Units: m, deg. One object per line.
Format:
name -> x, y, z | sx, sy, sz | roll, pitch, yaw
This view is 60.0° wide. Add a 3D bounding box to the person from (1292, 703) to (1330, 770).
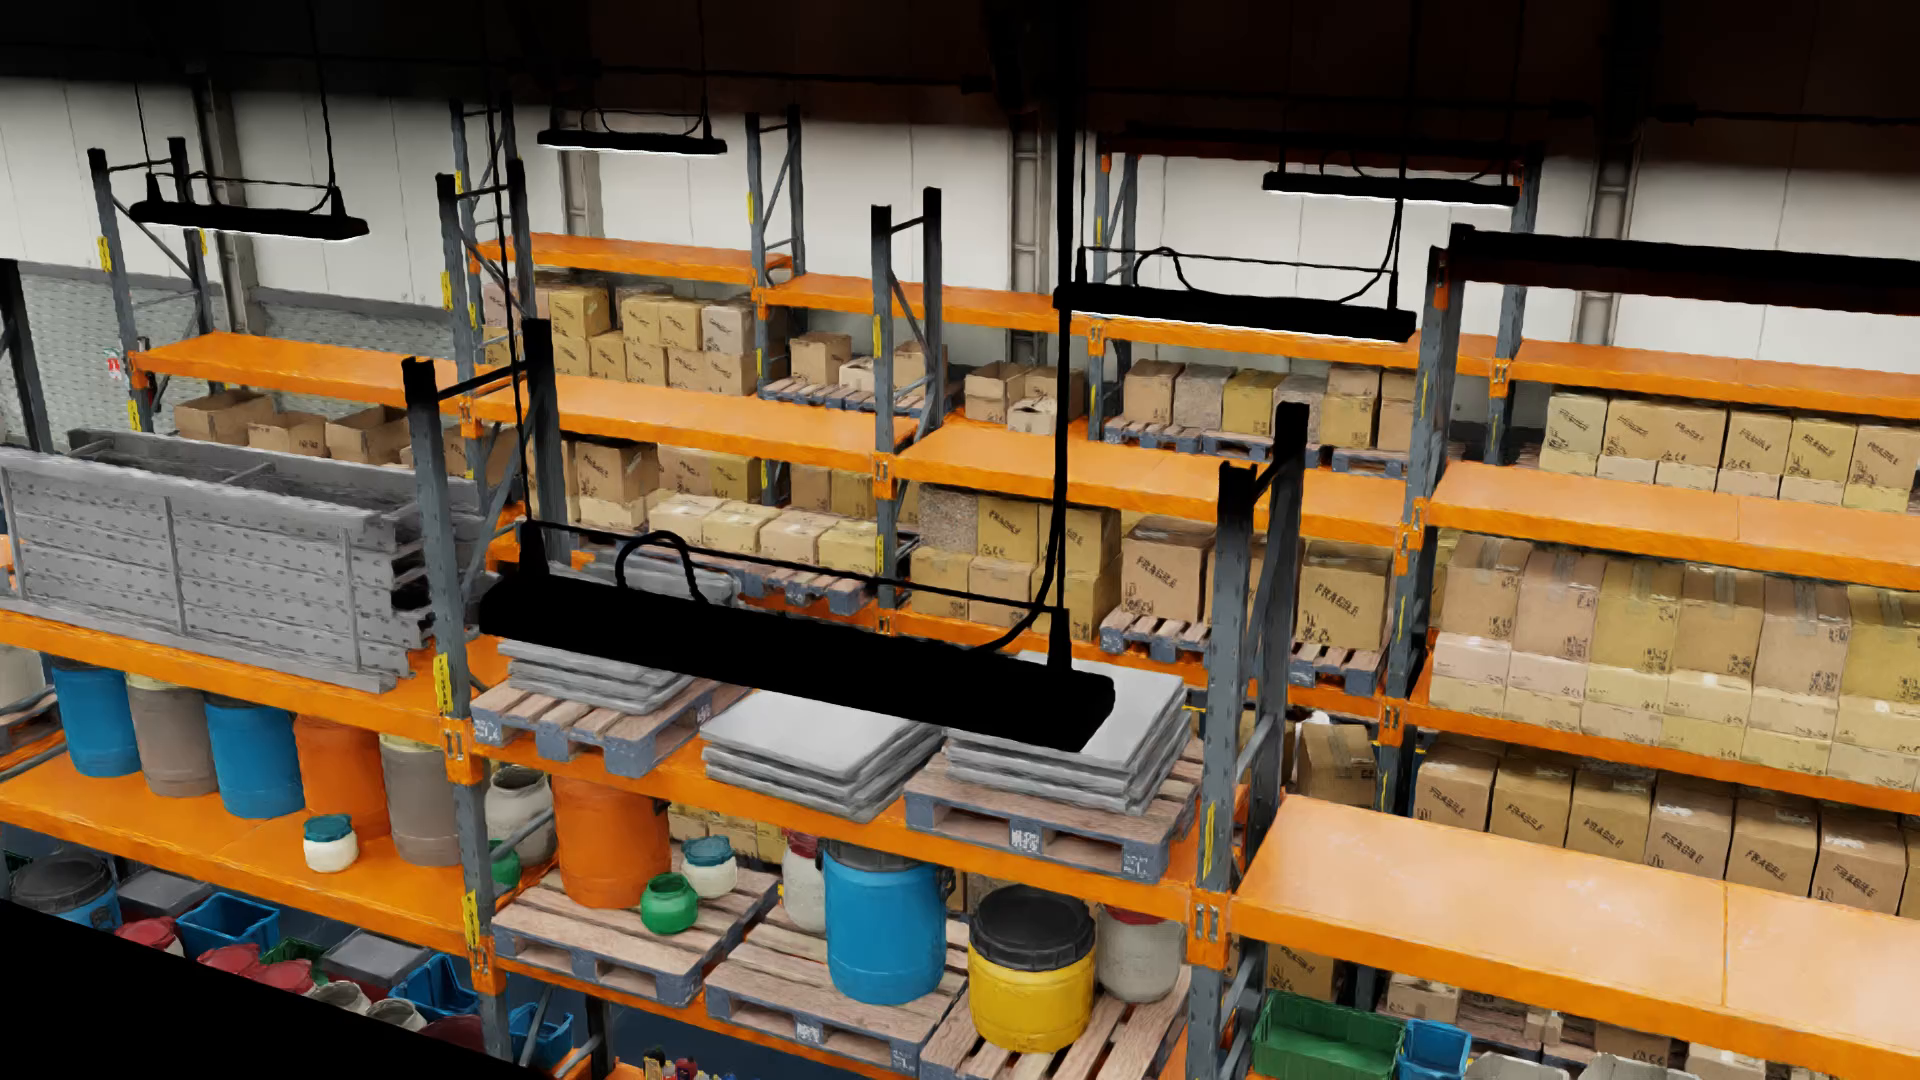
person -> 2.988, 2.078, 14.666 | 1.024, 1.720, 0.555 | 13, 24, 31
